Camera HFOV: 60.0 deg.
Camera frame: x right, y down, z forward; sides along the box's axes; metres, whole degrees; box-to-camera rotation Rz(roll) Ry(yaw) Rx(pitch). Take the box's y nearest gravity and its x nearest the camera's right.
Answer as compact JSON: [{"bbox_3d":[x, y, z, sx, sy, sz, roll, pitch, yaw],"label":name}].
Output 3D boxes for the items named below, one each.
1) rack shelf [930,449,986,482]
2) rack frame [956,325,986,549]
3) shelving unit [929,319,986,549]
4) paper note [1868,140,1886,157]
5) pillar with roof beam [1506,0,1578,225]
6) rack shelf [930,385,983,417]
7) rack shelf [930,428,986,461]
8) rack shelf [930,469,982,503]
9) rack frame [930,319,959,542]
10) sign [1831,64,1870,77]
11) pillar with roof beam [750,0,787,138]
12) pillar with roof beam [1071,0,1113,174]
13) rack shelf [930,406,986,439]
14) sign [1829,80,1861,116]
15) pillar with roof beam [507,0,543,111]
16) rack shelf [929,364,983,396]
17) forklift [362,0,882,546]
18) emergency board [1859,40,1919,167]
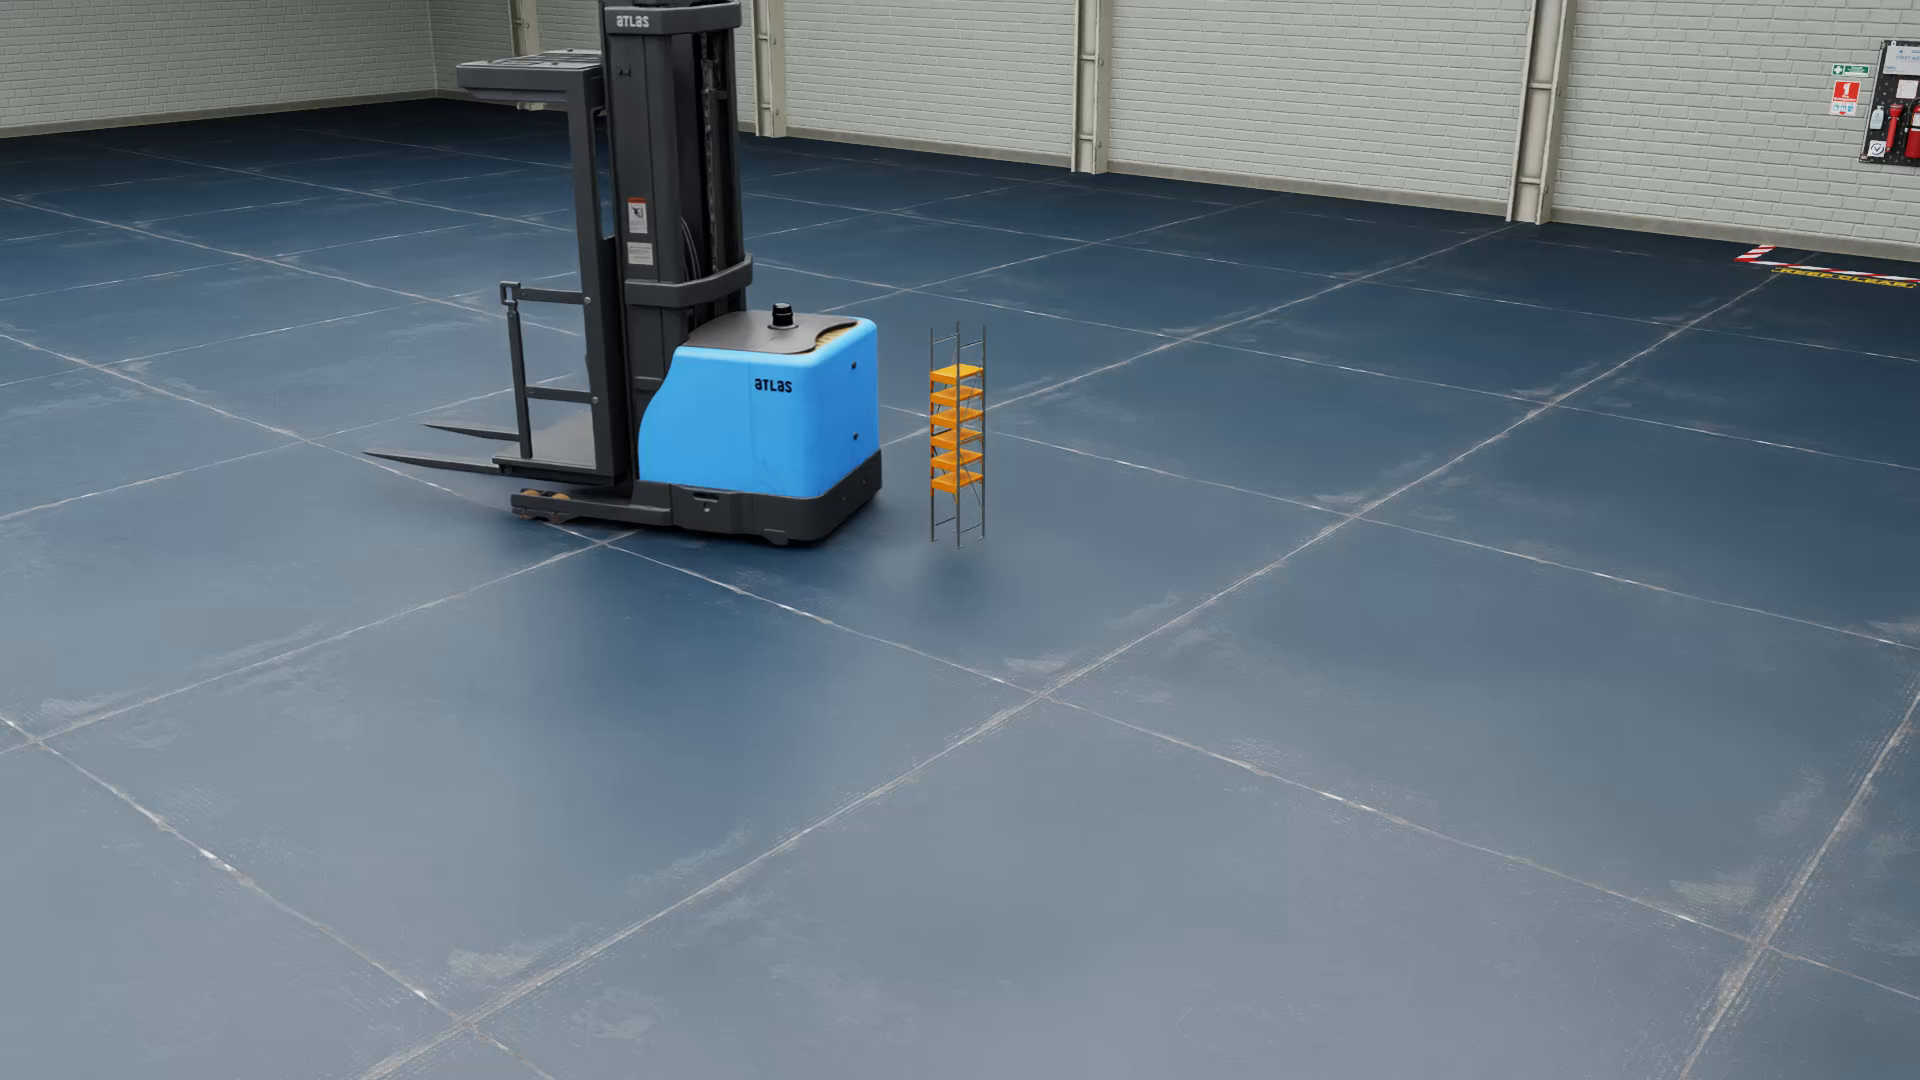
[{"bbox_3d":[-0.011,-0.411,9.023,0.180,0.103,0.258,16,26,36],"label":"rack shelf"},{"bbox_3d":[0.060,-0.544,8.911,0.006,1.200,0.240,16,26,36],"label":"rack frame"},{"bbox_3d":[-0.011,-0.565,8.965,0.189,1.200,0.258,16,26,36],"label":"shelving unit"},{"bbox_3d":[9.044,-3.859,16.398,0.142,0.148,0.016,16,26,36],"label":"paper note"},{"bbox_3d":[3.657,-6.619,13.968,0.400,9.000,9.100,16,26,36],"label":"pillar with roof beam"},{"bbox_3d":[-0.011,-0.748,8.896,0.180,0.103,0.258,16,26,36],"label":"rack shelf"},{"bbox_3d":[-0.011,-0.523,8.981,0.180,0.103,0.258,16,26,36],"label":"rack shelf"},{"bbox_3d":[-0.011,-0.298,9.065,0.180,0.103,0.258,16,26,36],"label":"rack shelf"},{"bbox_3d":[-0.082,-0.585,9.019,0.006,1.200,0.240,16,26,36],"label":"rack frame"},{"bbox_3d":[8.772,-4.625,16.380,0.331,0.109,0.001,16,26,36],"label":"sign"},{"bbox_3d":[-5.639,-9.297,21.068,0.400,9.000,9.100,16,26,36],"label":"pillar with roof beam"},{"bbox_3d":[-0.991,-7.958,17.518,0.400,9.000,9.100,16,26,36],"label":"pillar with roof beam"},{"bbox_3d":[-0.011,-0.635,8.938,0.180,0.103,0.258,16,26,36],"label":"rack shelf"},{"bbox_3d":[8.774,-4.381,16.483,0.234,0.329,0.001,16,26,36],"label":"sign"},{"bbox_3d":[-10.288,-10.635,24.618,0.400,9.000,9.100,16,26,36],"label":"pillar with roof beam"},{"bbox_3d":[-0.011,-0.860,8.854,0.180,0.103,0.258,16,26,36],"label":"rack shelf"},{"bbox_3d":[-2.033,-1.633,9.345,3.031,2.935,1.130,7,22,17],"label":"forklift"},{"bbox_3d":[9.137,-4.212,16.087,0.643,1.169,0.194,16,26,36],"label":"emergency board"}]
